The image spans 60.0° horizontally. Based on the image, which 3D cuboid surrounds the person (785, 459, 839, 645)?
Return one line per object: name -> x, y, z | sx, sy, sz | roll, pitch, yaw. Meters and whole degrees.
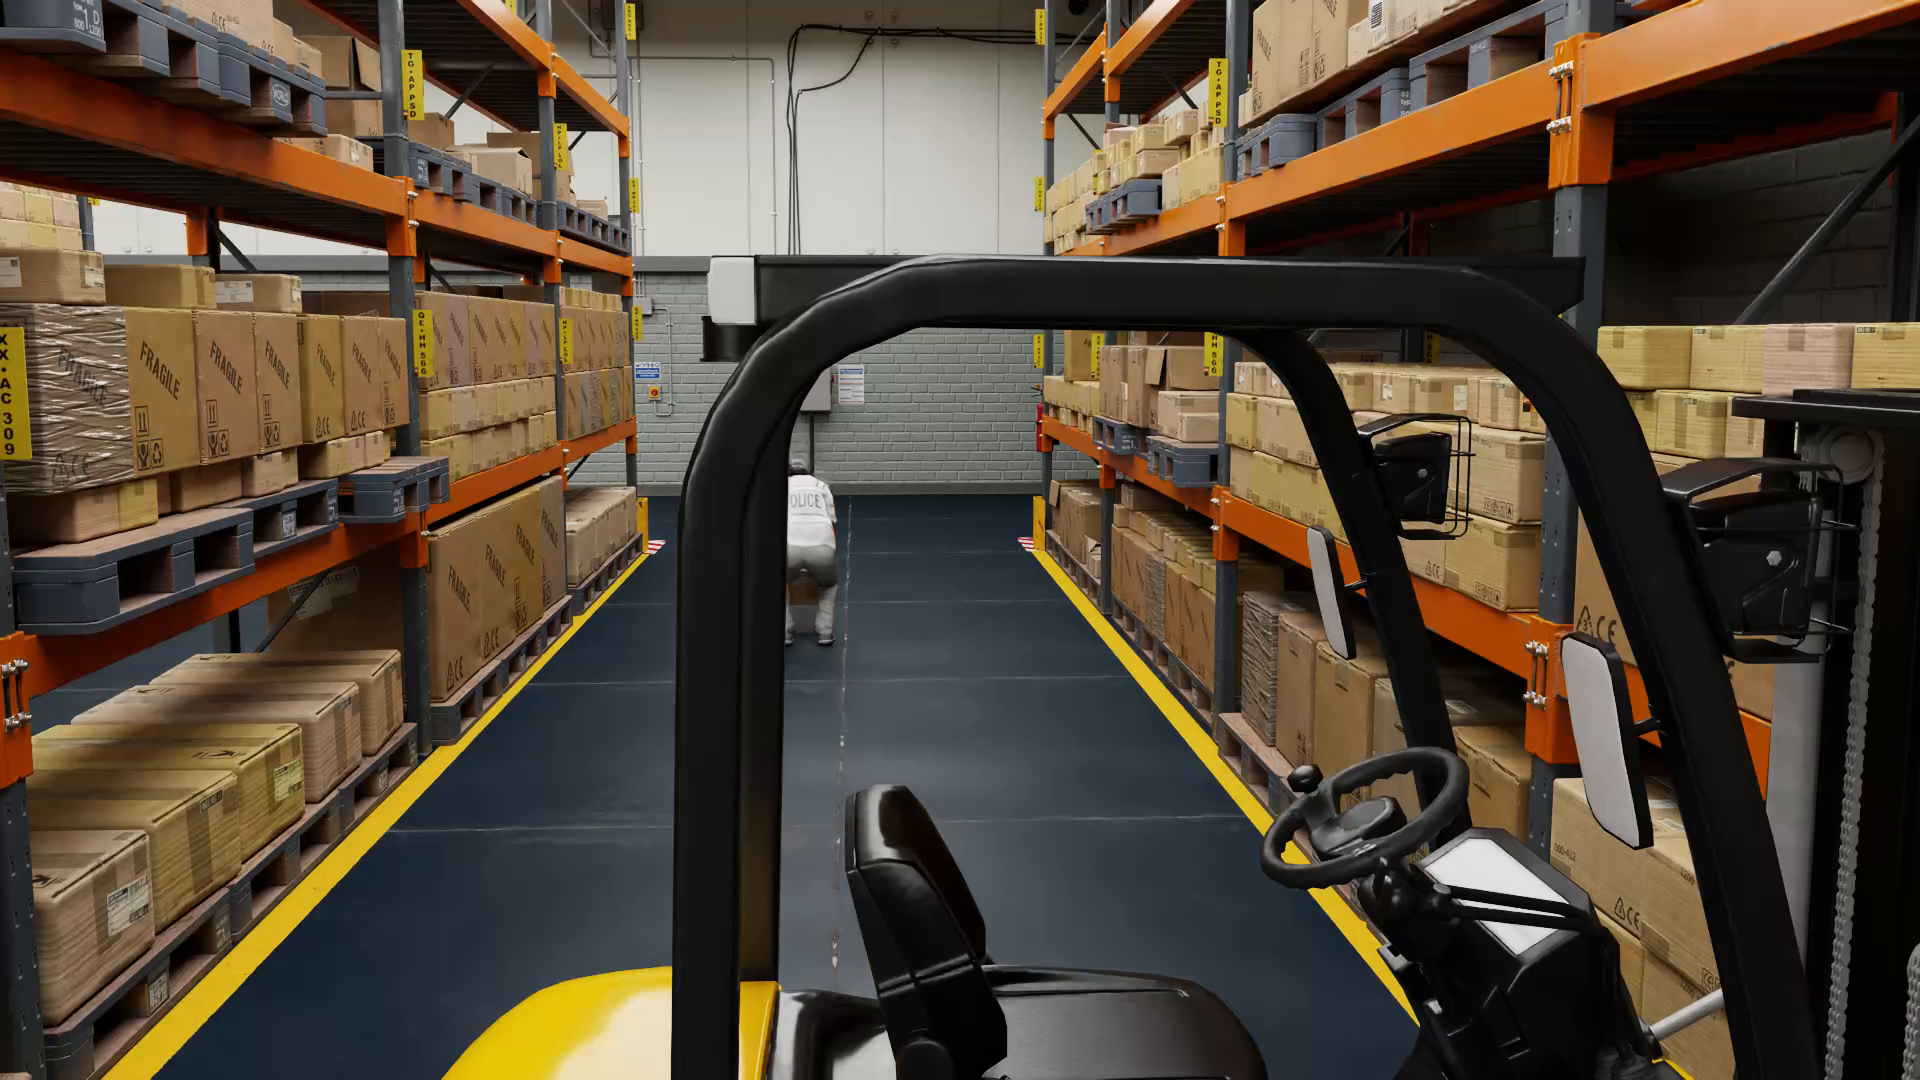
person -> -1.099, 0.083, 11.349 | 0.541, 1.239, 0.794 | 0, 7, -4
